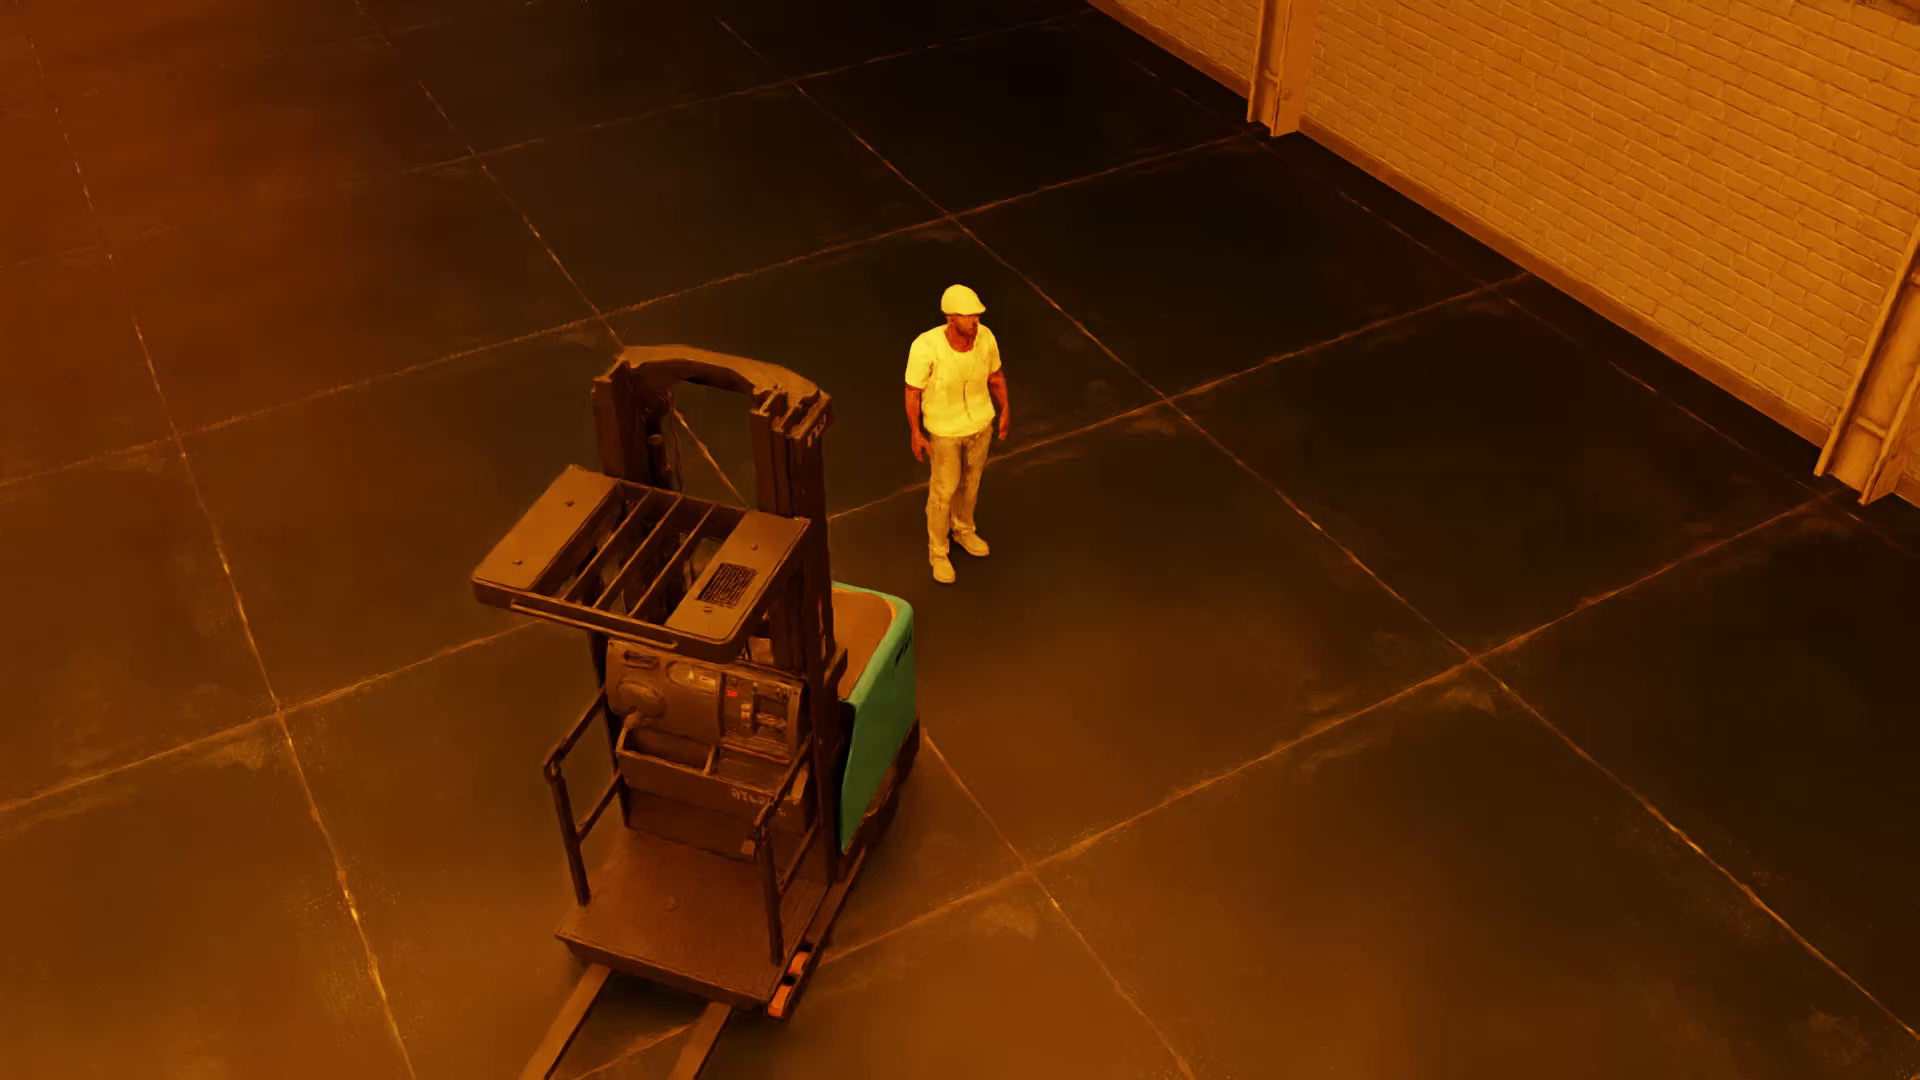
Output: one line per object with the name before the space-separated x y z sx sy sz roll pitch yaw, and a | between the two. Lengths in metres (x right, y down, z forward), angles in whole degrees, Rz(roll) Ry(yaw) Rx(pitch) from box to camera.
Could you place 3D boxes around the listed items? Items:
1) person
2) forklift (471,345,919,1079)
person | 0.030 -0.645 9.715 0.665 1.766 0.576 -20 44 -23
forklift | -1.194 0.776 7.100 1.130 2.935 3.031 13 41 15
